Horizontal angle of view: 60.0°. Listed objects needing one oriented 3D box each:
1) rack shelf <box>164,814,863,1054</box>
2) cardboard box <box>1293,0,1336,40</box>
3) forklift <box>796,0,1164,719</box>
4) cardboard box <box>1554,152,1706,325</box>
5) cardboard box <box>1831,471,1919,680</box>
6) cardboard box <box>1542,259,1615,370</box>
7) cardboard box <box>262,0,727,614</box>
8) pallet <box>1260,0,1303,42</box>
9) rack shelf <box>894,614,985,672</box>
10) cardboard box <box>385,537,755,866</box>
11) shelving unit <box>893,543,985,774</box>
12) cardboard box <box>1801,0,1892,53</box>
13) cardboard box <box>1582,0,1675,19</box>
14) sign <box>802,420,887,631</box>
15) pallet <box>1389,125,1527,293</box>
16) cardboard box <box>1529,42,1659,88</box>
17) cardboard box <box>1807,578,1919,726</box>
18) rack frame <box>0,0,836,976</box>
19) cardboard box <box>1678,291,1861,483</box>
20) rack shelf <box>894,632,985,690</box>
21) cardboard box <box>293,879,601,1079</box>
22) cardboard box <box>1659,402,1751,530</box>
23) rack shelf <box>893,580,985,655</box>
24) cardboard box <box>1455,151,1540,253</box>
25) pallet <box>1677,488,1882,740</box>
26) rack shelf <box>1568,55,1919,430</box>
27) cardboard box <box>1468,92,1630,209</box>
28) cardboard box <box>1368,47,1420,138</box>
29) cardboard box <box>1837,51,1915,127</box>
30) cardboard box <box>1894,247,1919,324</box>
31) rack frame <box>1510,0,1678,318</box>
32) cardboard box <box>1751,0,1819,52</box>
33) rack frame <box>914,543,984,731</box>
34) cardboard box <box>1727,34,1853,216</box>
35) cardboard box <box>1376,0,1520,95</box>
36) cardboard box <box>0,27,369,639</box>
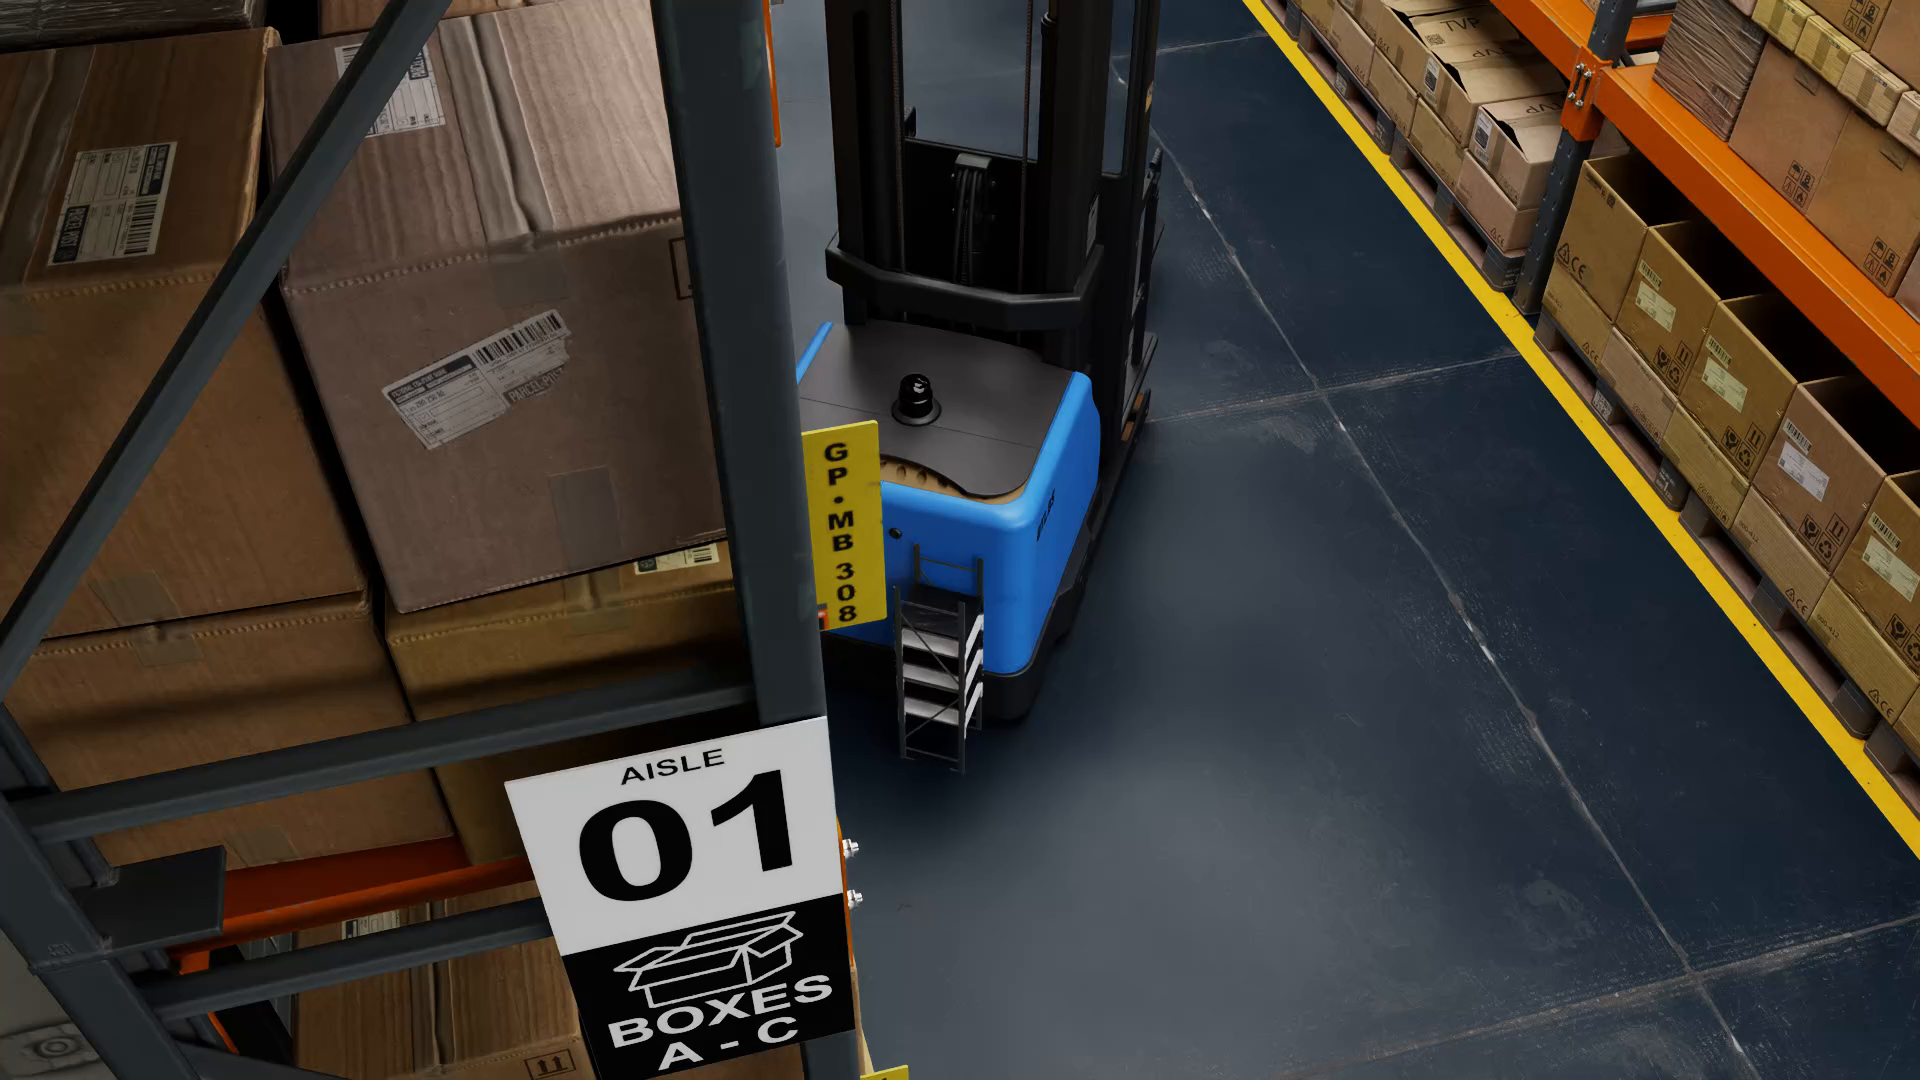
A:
[{"bbox_3d":[-1.176,-0.733,3.771,1.077,0.370,4.000,-11,47,-10],"label":"rack shelf"},{"bbox_3d":[2.194,-3.050,9.270,0.500,0.250,0.500,-12,47,-11],"label":"cardboard box"},{"bbox_3d":[0.190,-1.451,6.120,1.130,2.935,3.031,13,47,12],"label":"forklift"},{"bbox_3d":[2.916,-1.293,7.023,0.500,0.500,0.500,-11,47,-10],"label":"cardboard box"},{"bbox_3d":[3.428,0.087,5.670,0.500,0.500,0.500,-11,47,-10],"label":"cardboard box"},{"bbox_3d":[2.925,-1.033,7.293,0.500,0.250,0.500,-11,47,-10],"label":"cardboard box"},{"bbox_3d":[-0.528,-0.306,2.065,0.500,0.500,0.500,-14,47,-13],"label":"cardboard box"},{"bbox_3d":[2.248,-3.434,9.967,1.003,0.211,1.213,-11,47,-10],"label":"pallet"},{"bbox_3d":[-0.068,0.320,5.601,0.258,0.077,0.200,13,47,12],"label":"rack shelf"},{"bbox_3d":[-0.508,0.078,2.389,0.500,0.500,0.500,-10,46,-9],"label":"cardboard box"},{"bbox_3d":[-0.068,0.422,5.706,0.258,0.900,0.210,13,47,12],"label":"shelving unit"},{"bbox_3d":[3.350,-2.059,5.689,0.700,0.500,0.500,-11,47,-10],"label":"cardboard box"},{"bbox_3d":[2.931,-2.503,7.208,0.500,0.250,0.500,-8,46,-8],"label":"cardboard box"},{"bbox_3d":[-0.140,-0.009,1.946,0.100,0.325,0.005,-11,47,-10],"label":"sign"},{"bbox_3d":[2.873,-1.749,8.316,1.003,0.211,1.213,-11,47,-10],"label":"pallet"},{"bbox_3d":[3.111,-2.282,8.125,0.500,0.311,0.500,-11,47,-11],"label":"cardboard box"},{"bbox_3d":[3.431,0.349,5.939,0.500,0.250,0.500,-11,47,-10],"label":"cardboard box"},{"bbox_3d":[-0.664,-0.654,1.090,1.000,3.000,0.127,-11,47,-10],"label":"rack frame"},{"bbox_3d":[3.172,-0.603,6.347,0.500,0.500,0.500,-11,47,-10],"label":"cardboard box"},{"bbox_3d":[-0.068,0.382,5.666,0.258,0.077,0.200,13,47,12],"label":"rack shelf"},{"bbox_3d":[-0.990,0.943,3.292,0.500,0.500,0.500,-11,47,-11],"label":"cardboard box"},{"bbox_3d":[3.171,-0.340,6.615,0.500,0.250,0.500,-11,47,-10],"label":"cardboard box"},{"bbox_3d":[-0.068,0.257,5.537,0.258,0.077,0.200,13,47,12],"label":"rack shelf"},{"bbox_3d":[2.713,-1.642,7.890,0.500,0.250,0.500,-11,47,-11],"label":"cardboard box"},{"bbox_3d":[3.578,0.153,6.452,1.003,0.211,1.213,-11,47,-10],"label":"pallet"},{"bbox_3d":[3.611,-0.591,5.733,1.077,0.370,4.000,-11,47,-10],"label":"rack shelf"},{"bbox_3d":[2.719,-1.832,7.683,0.500,0.311,0.500,-11,47,-10],"label":"cardboard box"},{"bbox_3d":[2.454,-2.344,8.578,0.500,0.250,0.500,-10,46,-9],"label":"cardboard box"},{"bbox_3d":[3.244,-1.560,5.654,0.380,0.149,0.250,-12,47,-12],"label":"cardboard box"},{"bbox_3d":[3.617,-0.890,5.452,0.700,0.500,0.500,-9,46,-9],"label":"cardboard box"},{"bbox_3d":[3.099,-2.224,6.829,1.000,3.000,0.127,-11,47,-10],"label":"rack frame"},{"bbox_3d":[3.113,-1.914,6.001,0.380,0.149,0.250,-12,47,-11],"label":"cardboard box"},{"bbox_3d":[-0.037,0.353,5.774,0.240,0.900,0.006,13,47,12],"label":"rack frame"},{"bbox_3d":[3.360,-1.590,6.138,0.700,0.500,0.500,-11,47,-11],"label":"cardboard box"},{"bbox_3d":[2.454,-2.535,8.372,0.500,0.311,0.500,-11,47,-10],"label":"cardboard box"},{"bbox_3d":[-1.027,-0.245,2.006,0.500,0.500,0.500,-9,46,-9],"label":"cardboard box"}]
